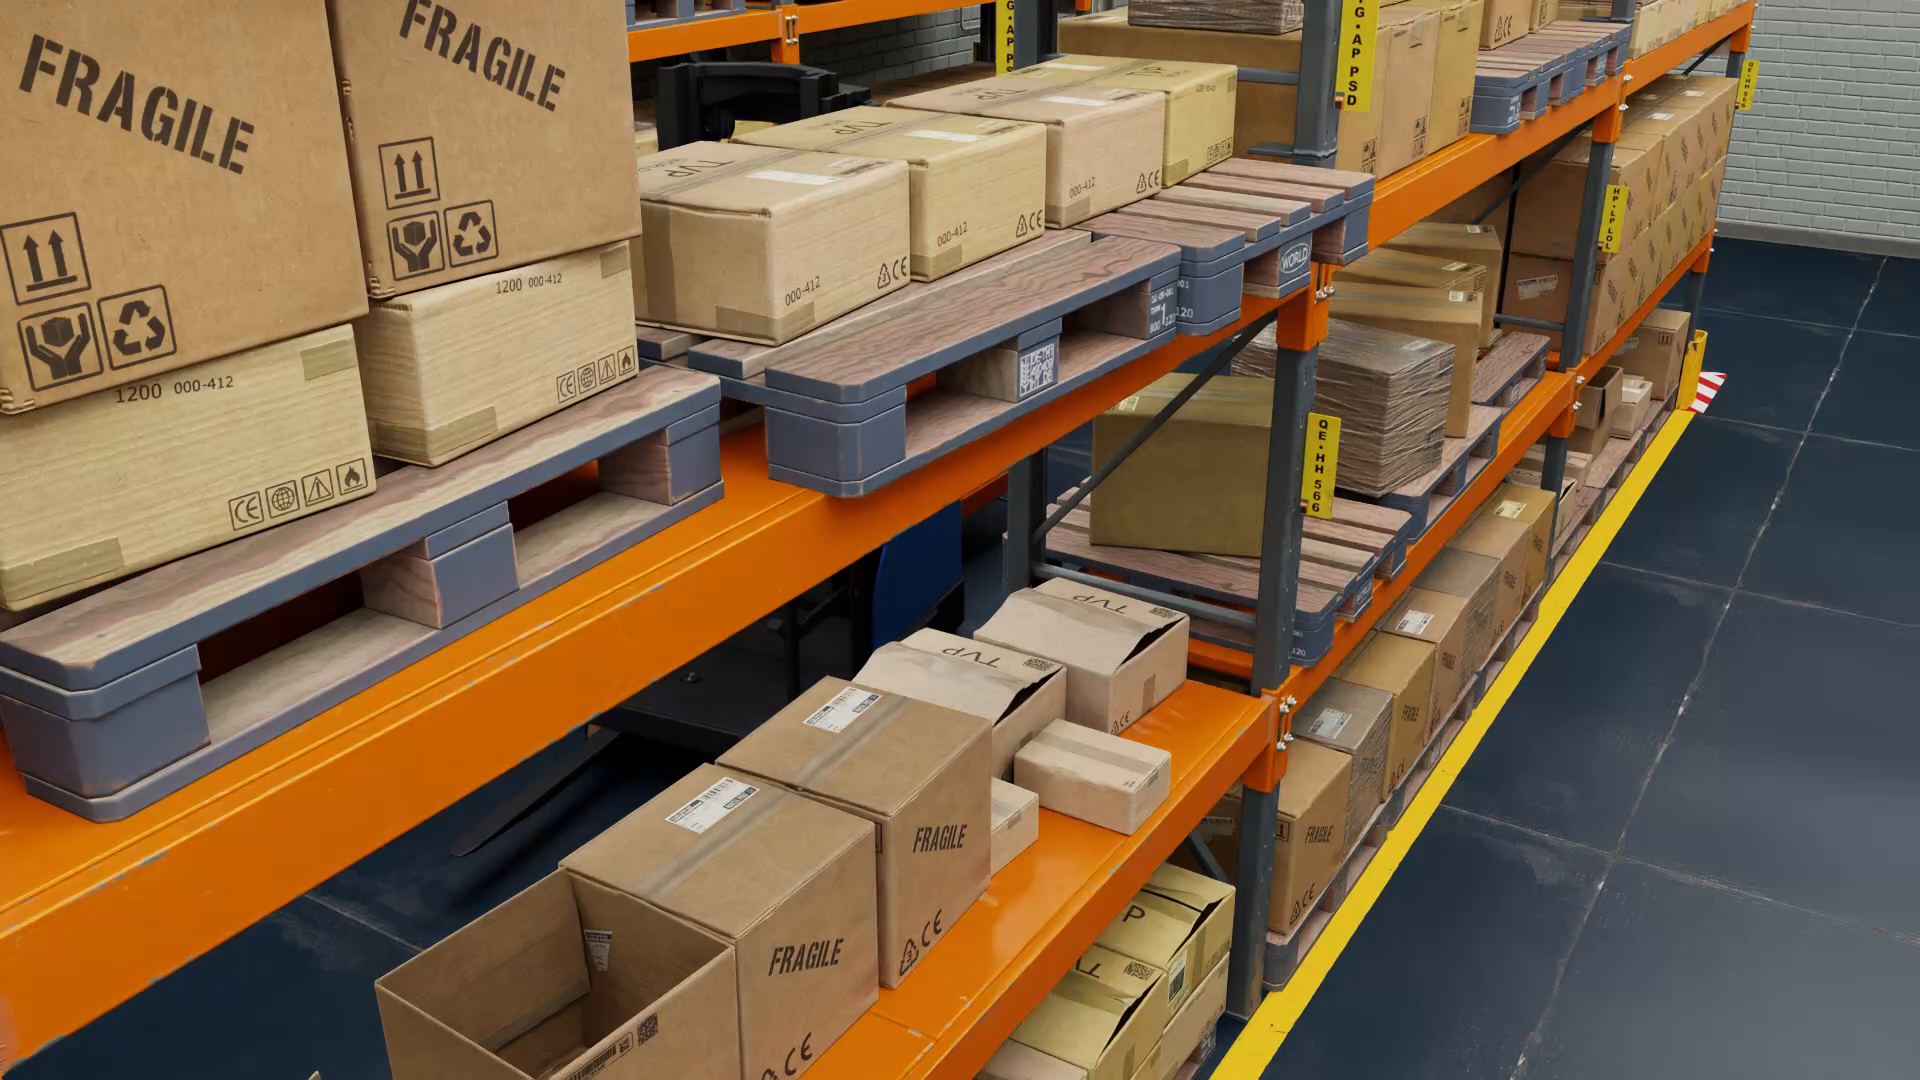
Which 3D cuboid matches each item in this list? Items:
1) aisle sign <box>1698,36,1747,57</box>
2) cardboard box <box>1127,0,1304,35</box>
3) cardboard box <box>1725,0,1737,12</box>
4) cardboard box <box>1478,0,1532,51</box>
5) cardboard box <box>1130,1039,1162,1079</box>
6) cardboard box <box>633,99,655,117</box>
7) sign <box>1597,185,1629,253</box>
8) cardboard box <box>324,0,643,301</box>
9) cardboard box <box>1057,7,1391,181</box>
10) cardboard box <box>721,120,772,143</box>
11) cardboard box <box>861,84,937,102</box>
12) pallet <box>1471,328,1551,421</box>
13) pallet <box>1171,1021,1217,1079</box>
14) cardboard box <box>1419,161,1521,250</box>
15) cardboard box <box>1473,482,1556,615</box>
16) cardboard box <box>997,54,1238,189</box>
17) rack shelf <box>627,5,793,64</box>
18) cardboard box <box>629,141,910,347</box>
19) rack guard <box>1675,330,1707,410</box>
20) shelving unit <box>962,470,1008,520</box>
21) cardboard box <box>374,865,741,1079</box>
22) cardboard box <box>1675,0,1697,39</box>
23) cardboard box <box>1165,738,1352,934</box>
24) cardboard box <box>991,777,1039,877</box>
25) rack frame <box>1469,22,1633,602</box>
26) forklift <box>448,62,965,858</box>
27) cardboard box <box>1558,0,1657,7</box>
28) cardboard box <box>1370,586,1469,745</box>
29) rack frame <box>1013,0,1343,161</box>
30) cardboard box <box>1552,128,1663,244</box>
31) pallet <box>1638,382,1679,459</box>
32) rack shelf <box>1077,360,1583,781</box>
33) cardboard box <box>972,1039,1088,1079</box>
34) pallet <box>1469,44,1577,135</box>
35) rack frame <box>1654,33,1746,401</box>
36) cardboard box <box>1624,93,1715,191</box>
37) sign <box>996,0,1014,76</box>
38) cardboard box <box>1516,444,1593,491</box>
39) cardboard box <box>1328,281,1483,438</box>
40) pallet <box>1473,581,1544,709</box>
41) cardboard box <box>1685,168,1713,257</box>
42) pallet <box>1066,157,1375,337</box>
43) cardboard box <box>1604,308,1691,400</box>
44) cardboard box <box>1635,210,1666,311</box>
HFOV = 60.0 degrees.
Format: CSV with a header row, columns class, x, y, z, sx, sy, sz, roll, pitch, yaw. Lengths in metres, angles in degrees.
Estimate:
class,x,y,z,sx,sy,sz,roll,pitch,yaw
aisle sign,5.132,-3.658,11.152,0.394,0.787,0.004,14,27,29
cardboard box,0.851,-1.833,5.049,0.500,0.500,0.500,14,27,29
cardboard box,4.516,-3.419,10.285,0.500,0.250,0.500,14,27,29
cardboard box,2.064,-2.432,7.037,0.600,0.600,0.600,14,27,28
cardboard box,0.277,1.666,5.057,0.500,0.250,0.500,14,27,28
cardboard box,-1.949,-2.628,10.576,0.500,0.250,0.500,15,27,31
sign,3.199,-1.572,8.149,0.100,0.325,0.005,14,27,29
cardboard box,-0.855,-0.698,2.526,0.500,0.500,0.500,17,29,34
cardboard box,0.817,-1.383,5.267,0.910,0.500,0.500,14,27,29
cardboard box,-1.514,-2.517,10.320,0.500,0.250,0.500,15,27,30
cardboard box,-0.419,-3.003,12.534,0.980,0.700,0.700,12,26,26
pallet,2.212,-0.821,8.113,1.003,0.211,1.213,14,27,29
pallet,0.148,1.743,5.457,1.003,0.211,1.213,14,27,29
cardboard box,2.773,-1.886,8.946,0.500,0.500,0.500,14,27,29
cardboard box,2.709,0.016,8.531,0.500,0.500,0.500,14,27,29
cardboard box,0.424,-1.142,4.496,0.500,0.250,0.500,12,26,25
rack shelf,-2.540,-2.564,9.028,1.077,0.370,4.000,14,27,29
cardboard box,-0.434,-0.589,3.219,0.500,0.250,0.500,11,26,25
rack guard,4.796,-1.333,12.201,1.175,0.500,0.348,14,27,29
shelving unit,0.004,-0.518,9.532,0.538,1.125,1.048,14,27,29
cardboard box,-0.797,1.064,3.390,0.500,0.500,0.500,16,28,33
cardboard box,3.725,-2.912,9.115,0.500,0.250,0.500,14,27,29
cardboard box,1.099,1.045,6.152,0.500,0.500,0.500,15,28,31
cardboard box,-0.009,0.751,4.555,0.380,0.149,0.250,16,28,33
rack frame,2.726,-1.156,8.645,1.000,3.000,0.127,14,27,29
forklift,-1.045,-0.428,7.048,1.130,2.935,3.031,10,25,22
cardboard box,3.193,-2.805,8.238,0.500,0.250,0.500,14,27,29
cardboard box,1.910,0.522,7.361,0.500,0.500,0.500,13,27,27
rack frame,0.616,-2.559,4.335,1.000,3.000,0.127,14,27,29
cardboard box,3.485,-1.935,9.060,0.500,0.500,0.500,13,27,27
pallet,4.376,-0.931,11.636,1.003,0.211,1.213,14,27,29
rack shelf,1.671,-0.151,7.229,1.077,0.370,4.000,14,27,29
cardboard box,0.012,1.581,4.550,0.500,0.311,0.500,14,27,29
pallet,1.778,-1.890,6.802,1.213,0.211,1.003,14,27,29
rack frame,4.836,-2.506,11.764,1.000,3.000,0.127,14,27,29
cardboard box,4.299,-2.456,10.264,0.500,0.500,0.500,15,27,30
sign,0.156,-1.534,5.092,0.100,0.325,0.005,14,27,29
cardboard box,3.579,-0.448,10.022,0.380,0.166,0.250,14,27,29
cardboard box,1.846,-0.786,7.134,0.700,0.500,0.500,7,24,16
pallet,2.329,0.406,8.546,1.003,0.211,1.213,14,27,29
cardboard box,4.560,-2.168,10.857,0.500,0.500,0.500,14,27,29
pallet,0.334,-0.848,4.396,1.213,0.211,1.003,15,28,31
cardboard box,4.758,-1.326,11.630,0.500,0.500,0.500,14,27,29
cardboard box,3.759,-1.659,9.680,0.500,0.500,0.500,14,27,29
